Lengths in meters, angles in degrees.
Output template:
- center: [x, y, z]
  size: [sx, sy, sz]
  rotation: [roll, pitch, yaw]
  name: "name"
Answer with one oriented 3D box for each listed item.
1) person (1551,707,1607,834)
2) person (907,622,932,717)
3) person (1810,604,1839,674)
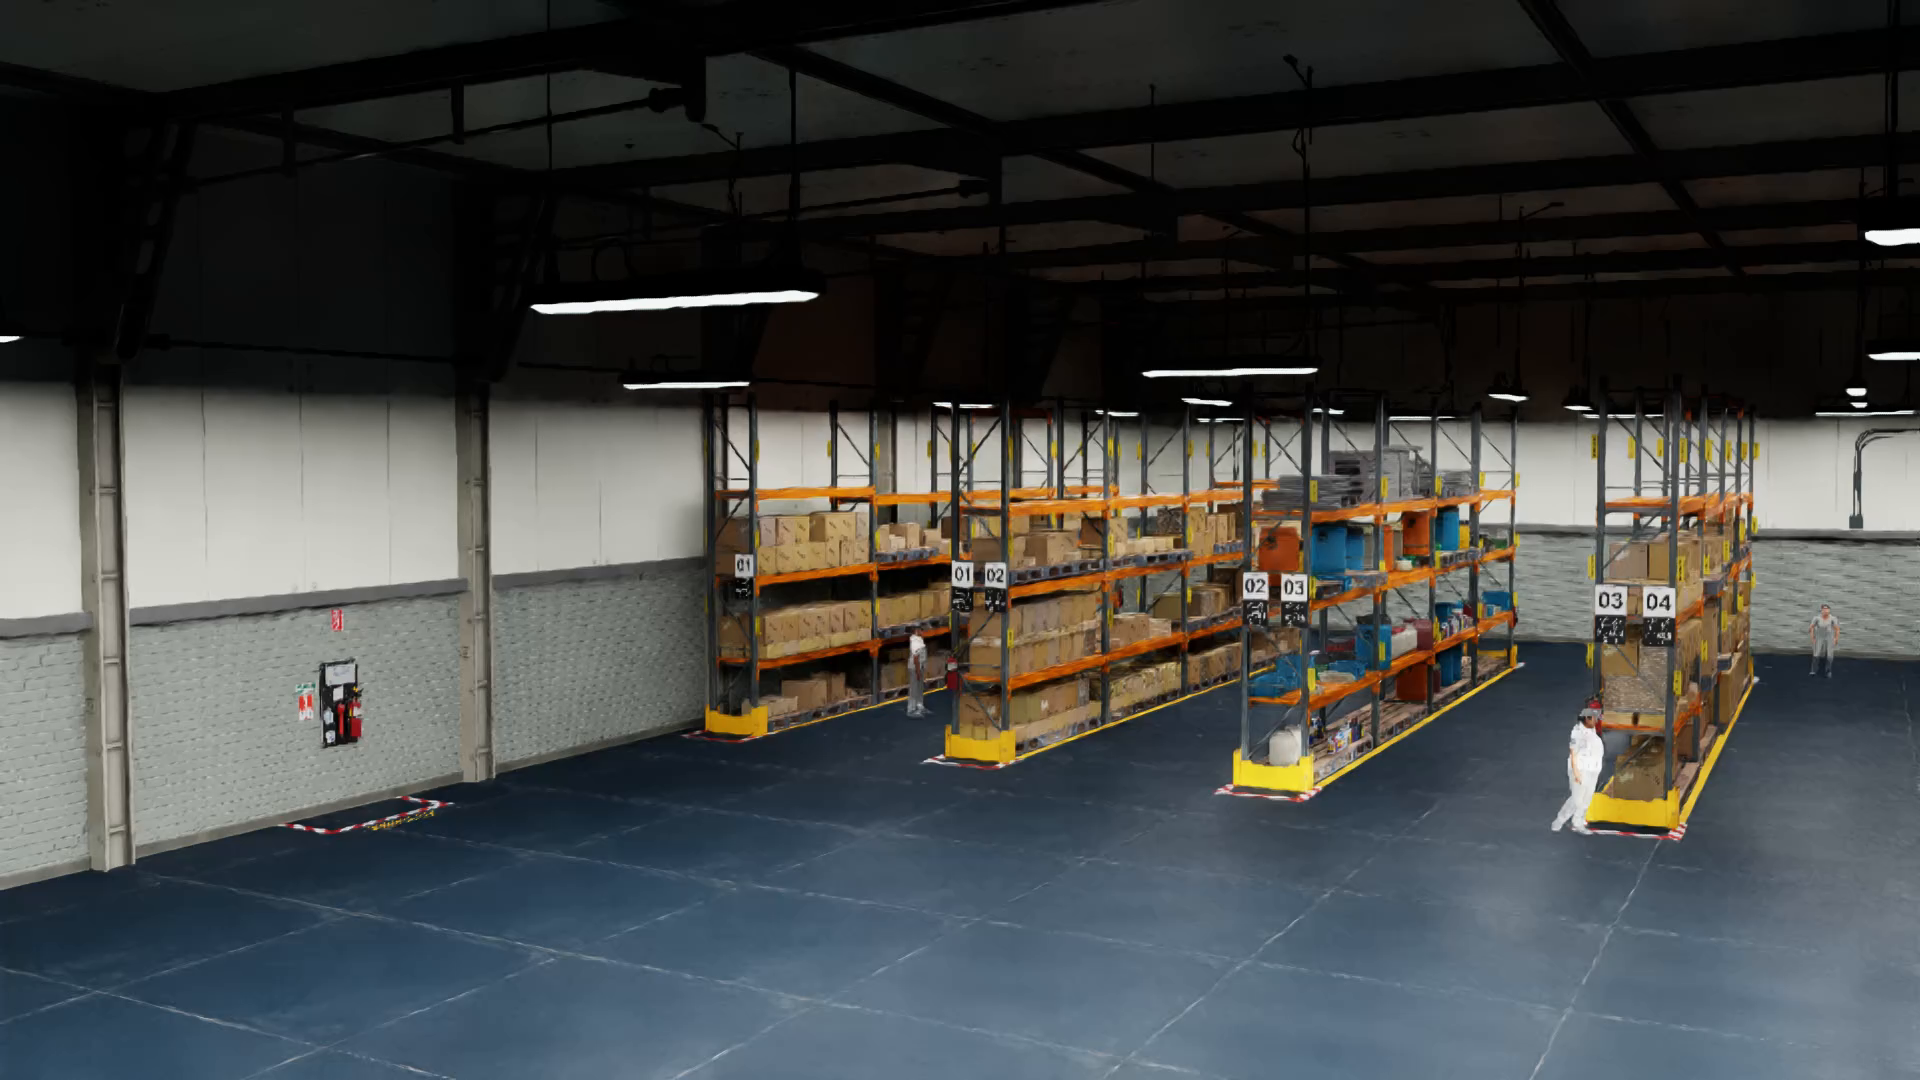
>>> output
- center: [8.037, 2.997, 21.625]
  size: [0.651, 1.656, 0.481]
  rotation: [-2, 4, -32]
  name: "person"
- center: [-0.768, 2.422, 31.291]
  size: [0.476, 1.758, 0.593]
  rotation: [0, 3, -1]
  name: "person"
- center: [19.115, 2.180, 36.780]
  size: [0.580, 1.516, 0.507]
  rotation: [2, 3, 26]
  name: "person"
